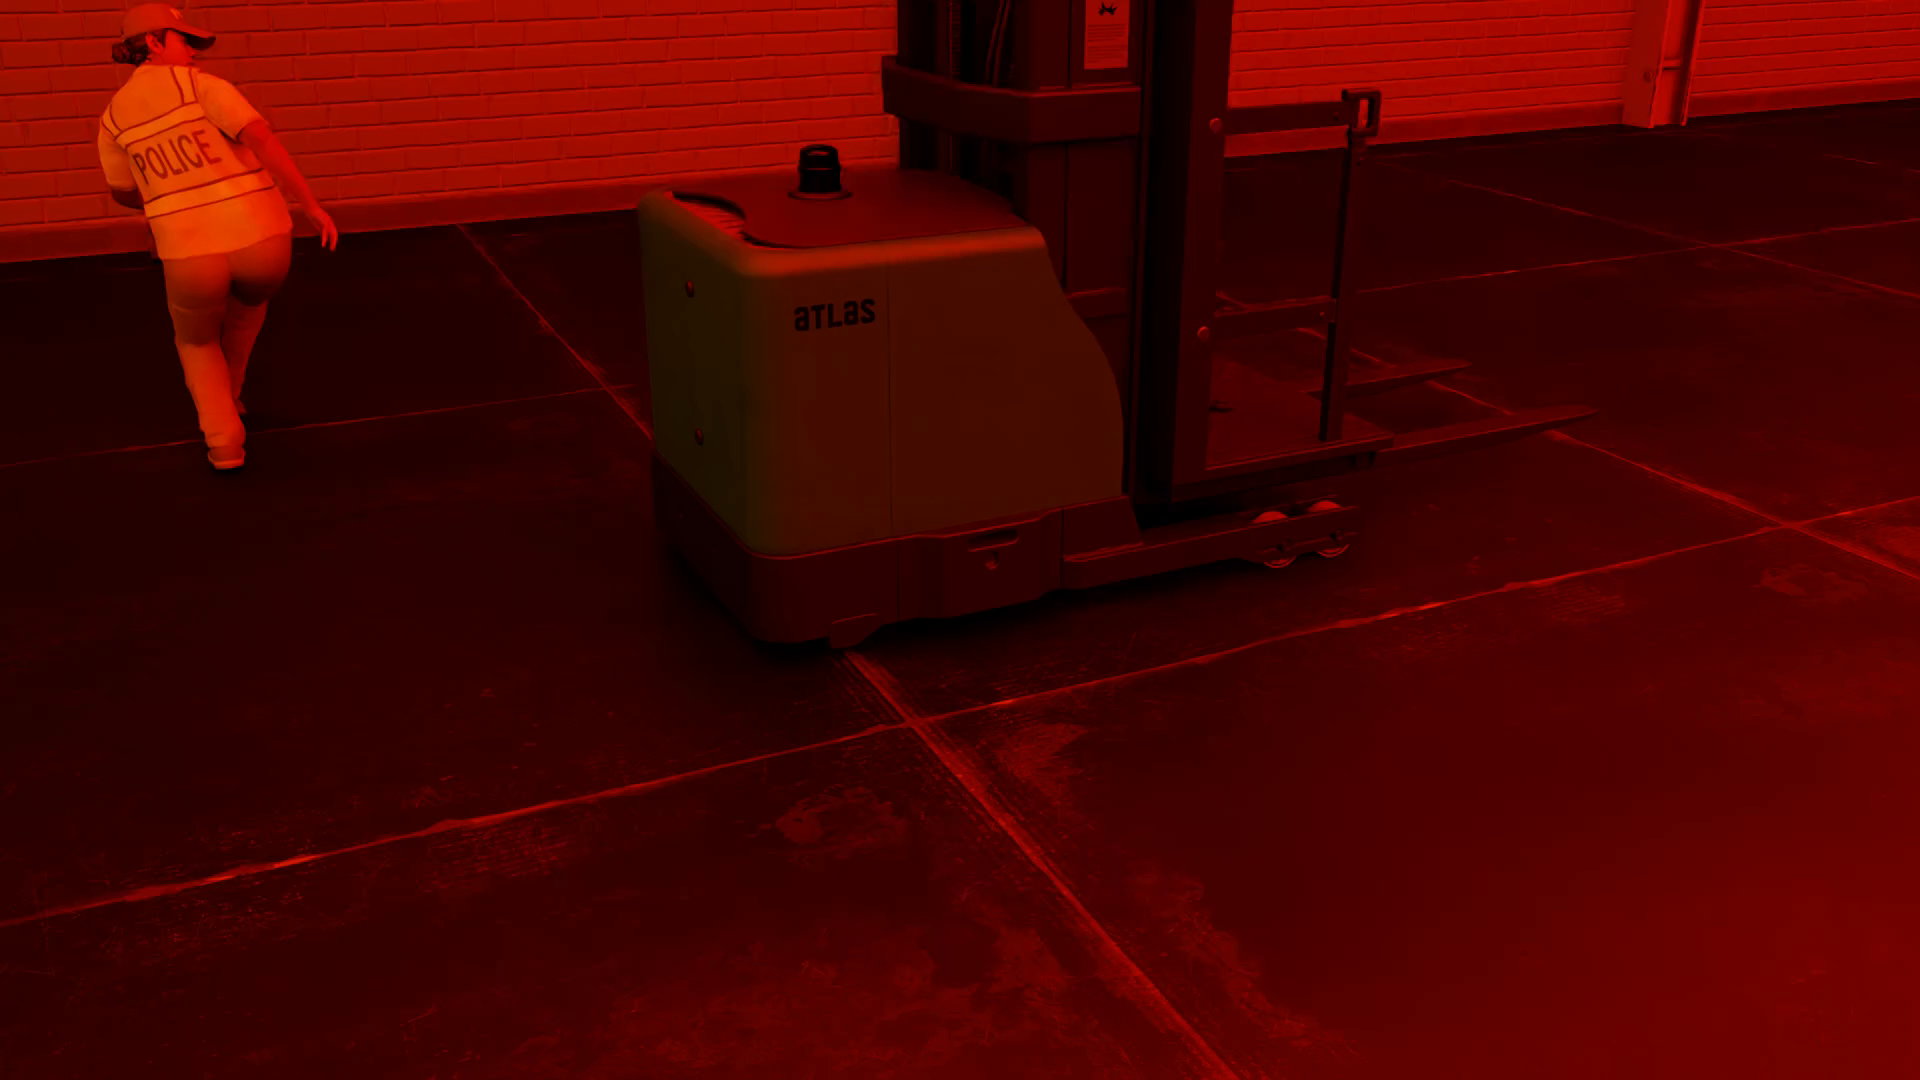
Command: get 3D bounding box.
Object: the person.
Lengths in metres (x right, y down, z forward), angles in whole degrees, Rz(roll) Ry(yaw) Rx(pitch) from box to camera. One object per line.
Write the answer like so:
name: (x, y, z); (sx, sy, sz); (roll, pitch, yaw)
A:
person: (-2.506, -1.052, 5.705); (0.706, 1.514, 0.755); (-8, 24, -18)

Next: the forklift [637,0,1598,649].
forklift: (0.631, -1.441, 4.754); (3.031, 2.935, 1.130); (-11, 25, -24)
